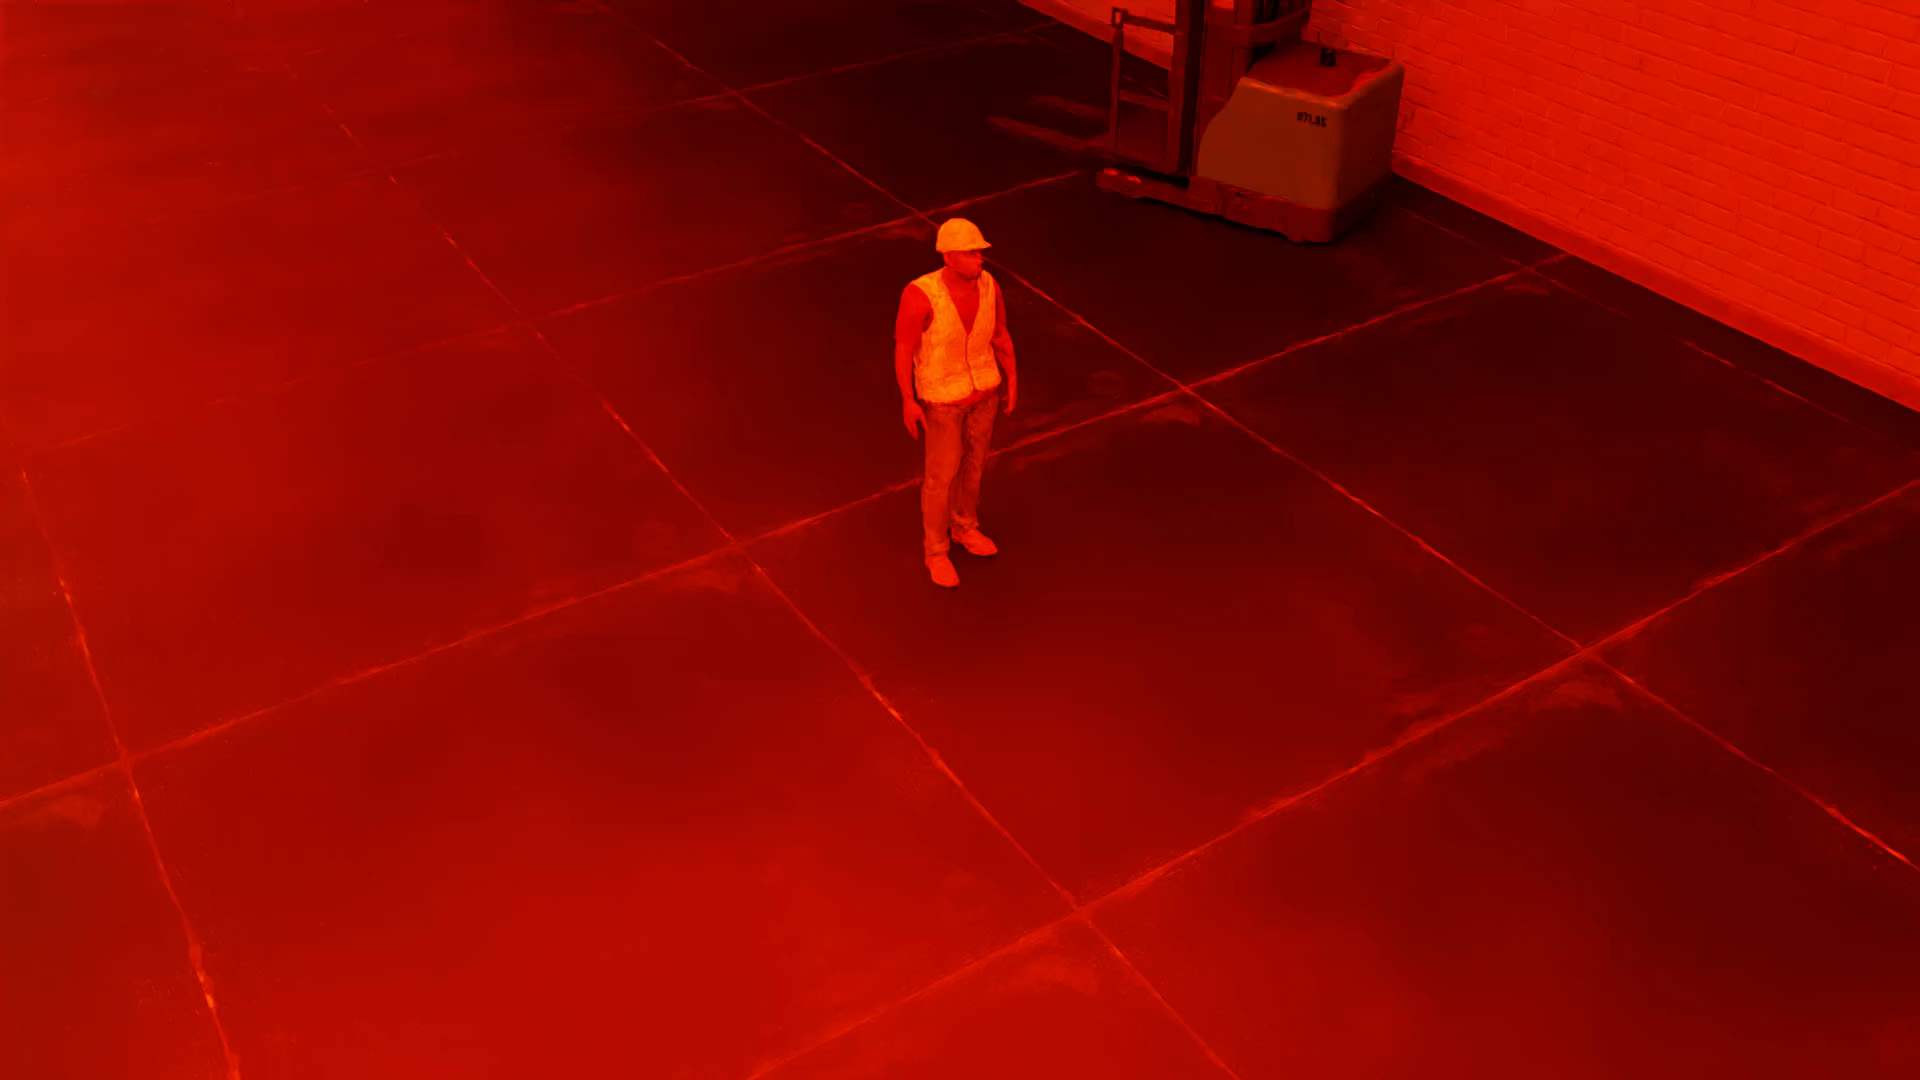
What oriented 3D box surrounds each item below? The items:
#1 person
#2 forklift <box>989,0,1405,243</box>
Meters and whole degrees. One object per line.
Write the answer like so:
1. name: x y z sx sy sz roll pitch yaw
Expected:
1. person: 0.033 -0.693 8.135 0.665 1.766 0.576 -21 40 -27
2. forklift: 1.630 -3.936 11.750 3.031 2.935 1.130 23 41 29
